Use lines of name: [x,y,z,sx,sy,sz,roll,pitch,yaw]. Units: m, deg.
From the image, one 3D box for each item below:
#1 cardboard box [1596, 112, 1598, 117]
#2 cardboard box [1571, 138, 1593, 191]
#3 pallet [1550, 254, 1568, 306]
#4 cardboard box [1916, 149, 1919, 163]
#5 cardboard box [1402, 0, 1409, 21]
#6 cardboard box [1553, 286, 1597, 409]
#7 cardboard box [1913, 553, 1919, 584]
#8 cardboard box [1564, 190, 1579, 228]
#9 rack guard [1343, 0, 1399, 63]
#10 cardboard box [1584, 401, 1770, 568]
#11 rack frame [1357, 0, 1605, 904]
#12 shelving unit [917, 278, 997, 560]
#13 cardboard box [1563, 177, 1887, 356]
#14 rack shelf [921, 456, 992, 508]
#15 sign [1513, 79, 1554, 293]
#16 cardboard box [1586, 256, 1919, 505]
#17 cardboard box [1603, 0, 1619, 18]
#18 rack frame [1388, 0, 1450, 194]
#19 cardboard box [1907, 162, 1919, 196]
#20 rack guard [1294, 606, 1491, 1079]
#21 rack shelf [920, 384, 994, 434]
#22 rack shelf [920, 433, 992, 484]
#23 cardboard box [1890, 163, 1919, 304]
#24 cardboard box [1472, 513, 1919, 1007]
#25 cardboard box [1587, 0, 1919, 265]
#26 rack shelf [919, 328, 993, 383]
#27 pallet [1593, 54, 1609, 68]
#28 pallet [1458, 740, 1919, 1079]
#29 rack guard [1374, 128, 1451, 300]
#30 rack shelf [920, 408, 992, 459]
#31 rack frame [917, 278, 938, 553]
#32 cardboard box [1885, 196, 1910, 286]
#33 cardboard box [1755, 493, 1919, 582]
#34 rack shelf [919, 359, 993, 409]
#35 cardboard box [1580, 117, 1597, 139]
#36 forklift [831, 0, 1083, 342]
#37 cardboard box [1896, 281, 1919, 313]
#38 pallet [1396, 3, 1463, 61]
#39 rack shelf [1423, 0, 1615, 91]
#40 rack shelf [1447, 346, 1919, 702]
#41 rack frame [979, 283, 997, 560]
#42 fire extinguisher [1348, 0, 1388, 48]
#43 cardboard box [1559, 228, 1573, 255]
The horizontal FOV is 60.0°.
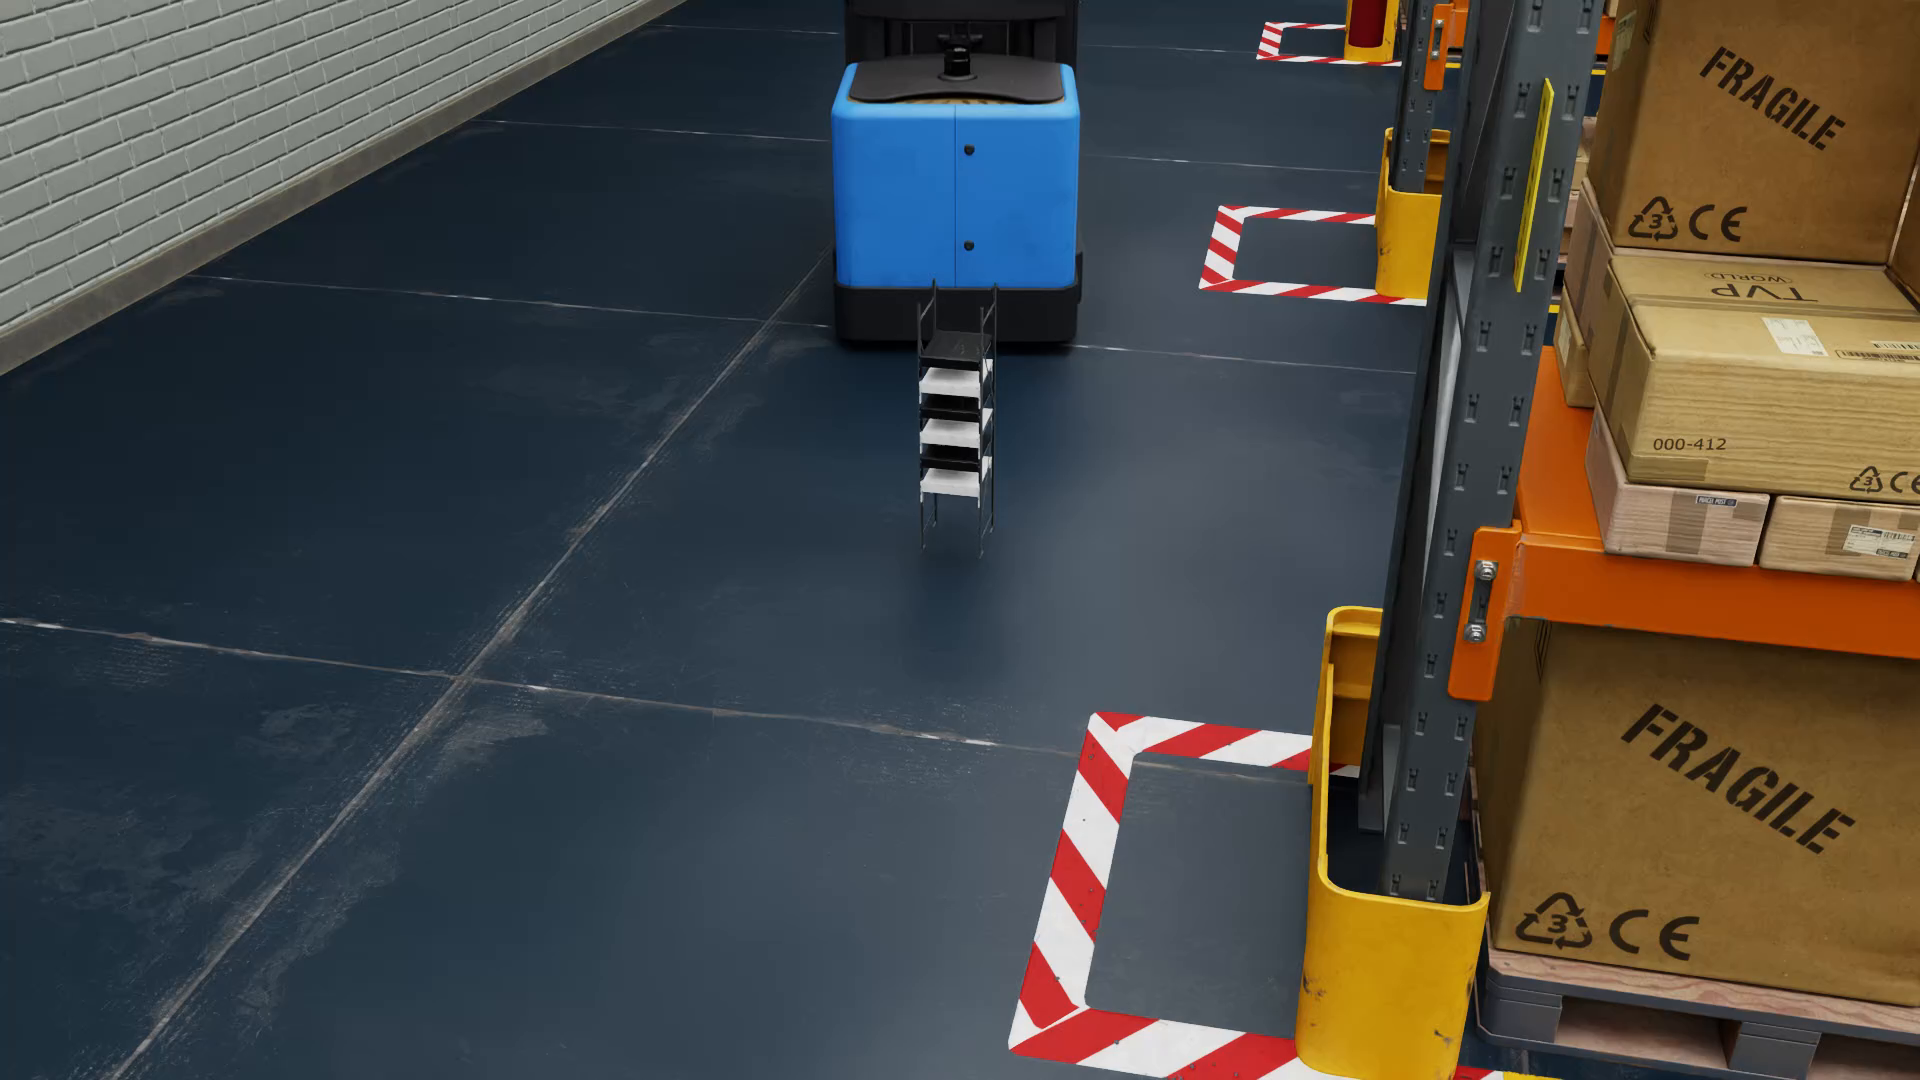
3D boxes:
cardboard box: [3.264,-1.976,8.147,0.250,0.149,0.380,5,29,9]
cardboard box: [2.916,-1.745,7.726,0.250,0.149,0.380,6,29,11]
pallet: [3.041,-1.405,8.096,1.213,0.211,1.003,6,29,11]
cardboard box: [4.508,-1.785,7.798,0.250,0.149,0.380,5,29,8]
cardboard box: [3.781,-4.110,12.364,0.875,0.438,0.875,5,29,9]
cardboard box: [1.462,-0.423,3.661,0.250,0.149,0.380,6,29,12]
cardboard box: [1.825,-0.063,3.003,0.250,0.149,0.380,5,29,9]
cardboard box: [2.894,-1.571,7.717,0.250,0.149,0.380,6,29,10]
rack guard: [3.091,-3.974,12.489,0.348,0.500,1.175,6,29,11]
cardboard box: [1.323,-0.114,3.096,0.250,0.149,0.380,6,29,11]
rack frame: [1.045,-0.415,3.384,0.127,3.000,1.000,6,29,11]
shelving unit: [-0.008,-0.396,5.535,0.210,0.900,0.258,6,29,11]
cardboard box: [1.574,-0.555,3.487,0.500,0.250,0.500,5,29,10]
rack shelf: [-0.008,-0.208,5.638,0.200,0.077,0.258,6,29,11]
sign: [0.923,-0.569,2.682,0.005,0.325,0.100,6,29,11]
cardboard box: [1.458,-0.304,3.029,0.500,0.250,0.500,5,29,9]
cardboard box: [2.937,-2.379,7.233,0.250,0.149,0.380,5,29,9]
rack frame: [2.179,-2.734,7.620,0.127,3.000,1.000,6,29,11]
cardboard box: [4.178,-1.613,7.485,0.250,0.149,0.380,6,29,11]
rack guard: [1.021,0.680,3.988,0.348,0.500,1.175,6,29,11]
rack shelf: [-0.008,-0.445,5.508,0.200,0.077,0.258,6,29,11]
rack shelf: [-0.008,-0.287,5.595,0.200,0.077,0.258,6,29,11]
cardboard box: [1.947,-0.583,2.757,0.500,0.500,0.500,5,29,9]
cardboard box: [1.687,0.360,3.744,0.875,0.875,0.875,6,29,11]
cardboard box: [1.576,-0.883,3.304,0.500,0.500,0.500,6,29,11]
rack shelf: [-0.008,-0.603,5.422,0.200,0.077,0.258,6,29,11]
pallet: [5.102,-3.679,12.249,1.213,0.211,1.003,6,29,11]
pallet: [1.843,0.852,3.974,1.213,0.211,1.003,6,29,11]
rack guard: [2.254,-1.630,8.206,0.348,0.500,1.175,6,29,11]
rack shelf: [-0.008,-0.366,5.551,0.200,0.077,0.258,6,29,11]
rack frame: [-0.107,-0.406,5.554,0.006,0.900,0.240,6,29,11]
cardboard box: [2.070,-0.504,3.393,0.500,0.250,0.500,5,29,10]
cardboard box: [1.574,-0.089,3.050,0.250,0.149,0.380,5,29,10]
rack shelf: [-0.008,-0.524,5.465,0.200,0.077,0.258,6,29,11]
cardboard box: [2.984,-1.942,8.086,0.250,0.149,0.380,6,29,12]
forklift: [0.011,-2.805,7.821,1.130,2.935,3.031,1,29,1]
cardboard box: [1.968,-0.255,2.939,0.500,0.250,0.500,6,29,10]
pallet: [3.913,-3.802,12.475,1.213,0.211,1.003,6,29,11]
rack shelf: [4.135,-2.218,7.426,4.000,0.370,1.077,6,29,11]
rack shelf: [3.001,0.102,3.190,4.000,0.370,1.077,6,29,11]
rack frame: [0.091,-0.385,5.517,0.006,0.900,0.240,6,29,11]
fire extinguisher: [2.029,-2.778,8.170,0.183,0.674,0.296,6,29,11]
cardboard box: [2.898,-1.477,7.855,0.250,0.149,0.380,6,29,10]
